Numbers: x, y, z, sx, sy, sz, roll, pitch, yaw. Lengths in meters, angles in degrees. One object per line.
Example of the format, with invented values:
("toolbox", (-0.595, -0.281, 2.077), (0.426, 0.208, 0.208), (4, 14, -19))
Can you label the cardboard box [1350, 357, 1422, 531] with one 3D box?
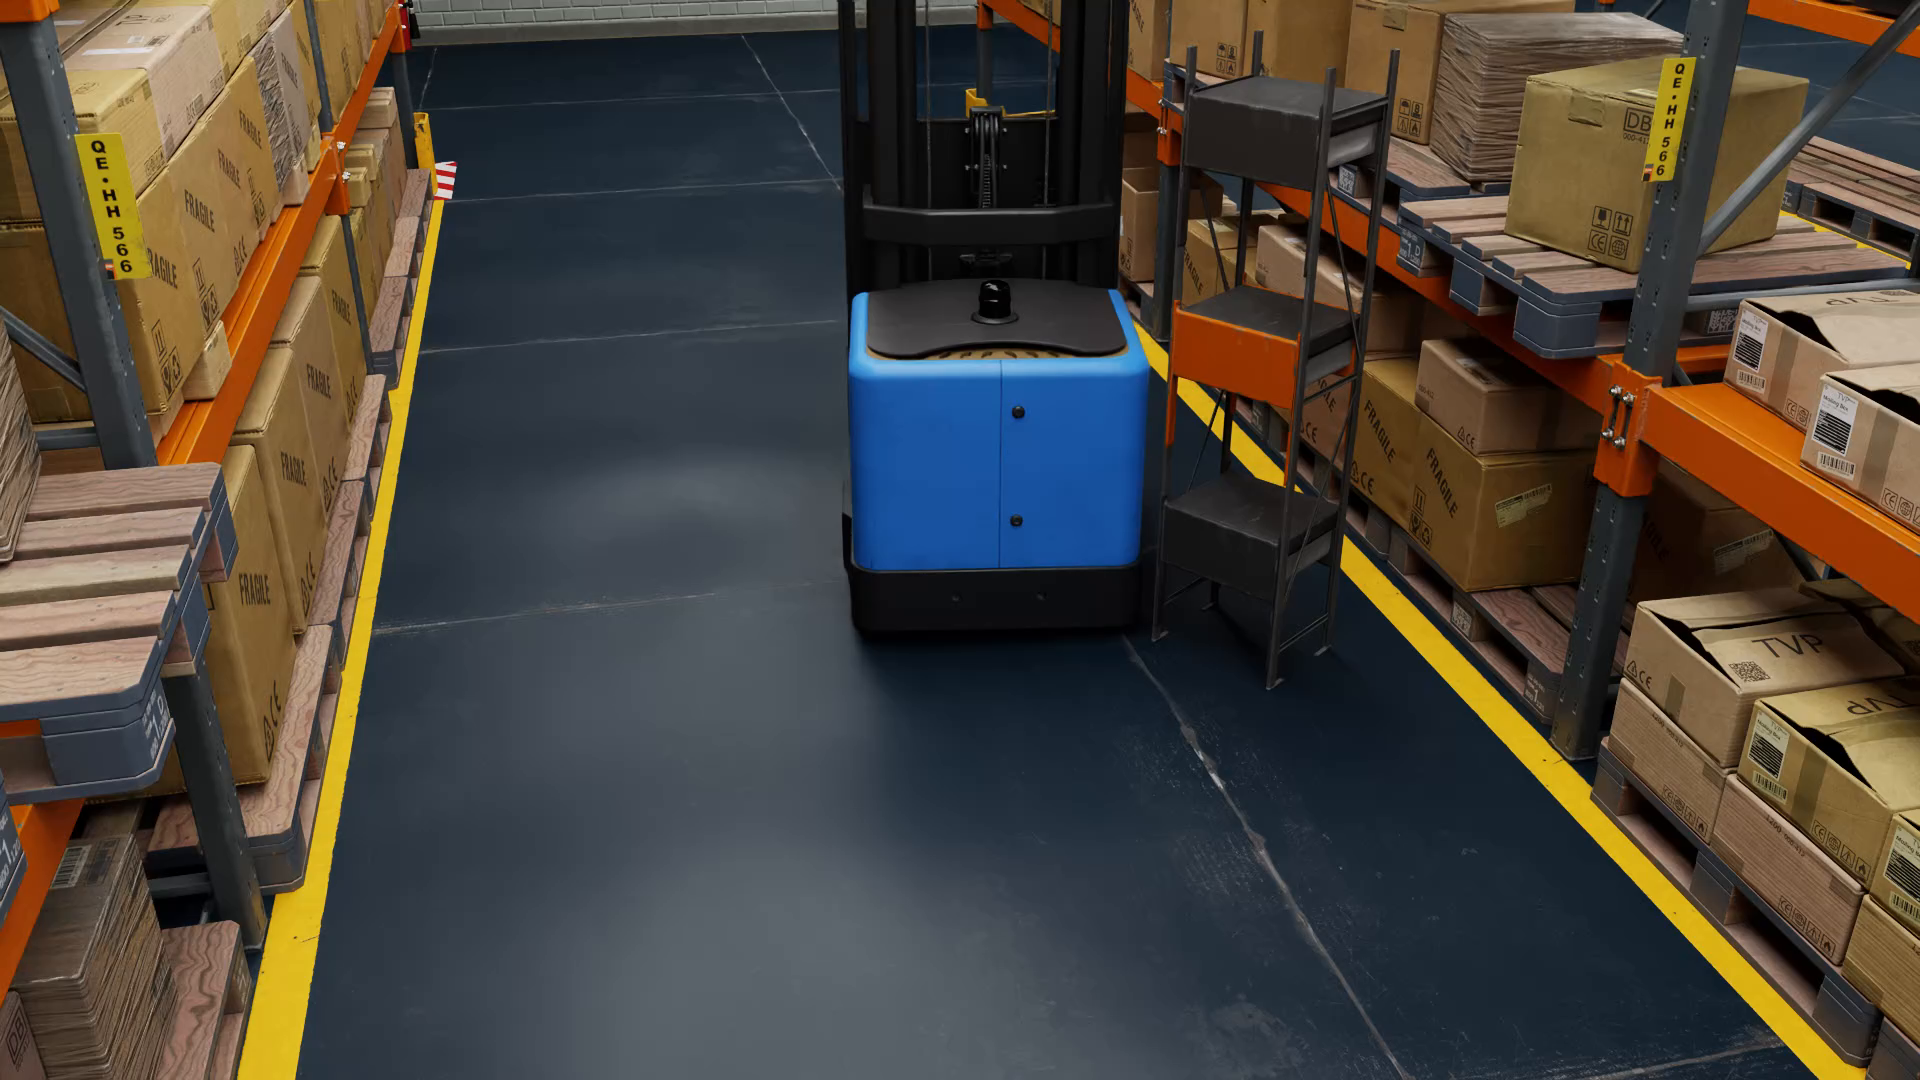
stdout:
("cardboard box", (1.868, -0.393, 6.487), (0.500, 0.500, 0.500), (-7, 28, -13))

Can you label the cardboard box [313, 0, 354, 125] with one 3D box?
("cardboard box", (-3.409, -2.324, 7.693), (0.980, 0.700, 0.700), (-6, 27, -11))

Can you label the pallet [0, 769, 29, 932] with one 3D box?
("pallet", (-1.916, 0.756, 2.136), (1.003, 0.211, 1.213), (-6, 27, -12))

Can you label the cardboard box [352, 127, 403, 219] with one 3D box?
("cardboard box", (-3.836, -2.261, 10.209), (0.700, 0.500, 0.500), (-6, 27, -12))

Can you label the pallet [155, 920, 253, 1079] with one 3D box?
("pallet", (-2.227, 1.394, 3.755), (1.003, 0.211, 1.213), (-6, 27, -12))

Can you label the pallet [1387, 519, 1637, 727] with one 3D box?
("pallet", (2.292, 0.214, 6.091), (1.003, 0.211, 1.213), (-6, 27, -12))

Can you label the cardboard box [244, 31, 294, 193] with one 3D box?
("cardboard box", (-2.724, -1.515, 5.960), (0.500, 0.500, 0.500), (-6, 27, -12))

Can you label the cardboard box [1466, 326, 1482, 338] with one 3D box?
("cardboard box", (2.245, -0.687, 7.068), (0.500, 0.500, 0.500), (-7, 28, -13))

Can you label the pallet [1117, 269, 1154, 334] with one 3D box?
("pallet", (1.369, -1.512, 9.511), (1.003, 0.211, 1.213), (-6, 27, -12))

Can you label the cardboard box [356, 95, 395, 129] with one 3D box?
("cardboard box", (-3.684, -2.620, 10.201), (0.380, 0.149, 0.250), (-5, 27, -10))

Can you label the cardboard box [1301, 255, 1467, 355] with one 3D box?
("cardboard box", (1.733, -0.974, 6.804), (0.500, 0.250, 0.500), (-6, 27, -13))

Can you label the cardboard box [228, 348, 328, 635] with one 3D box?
("cardboard box", (-2.631, -0.144, 5.625), (0.750, 0.750, 0.750), (-6, 27, -12))

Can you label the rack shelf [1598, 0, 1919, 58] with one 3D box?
("rack shelf", (5.898, -3.513, 11.180), (1.077, 0.370, 4.000), (-6, 27, -12))

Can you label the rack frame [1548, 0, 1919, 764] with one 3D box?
("rack frame", (2.424, -0.699, 4.806), (1.000, 3.000, 0.127), (-6, 27, -12))

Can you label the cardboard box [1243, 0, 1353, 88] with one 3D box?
("cardboard box", (1.628, -2.161, 7.126), (0.700, 0.500, 0.500), (-2, 27, -3))

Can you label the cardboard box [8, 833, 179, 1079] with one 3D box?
("cardboard box", (-2.188, 1.036, 3.655), (0.700, 0.500, 0.500), (-6, 27, -11))

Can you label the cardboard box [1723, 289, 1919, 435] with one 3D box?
("cardboard box", (2.463, -0.495, 4.501), (0.500, 0.311, 0.500), (-4, 27, -8))

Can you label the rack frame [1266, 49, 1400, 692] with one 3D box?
("rack frame", (1.193, -0.483, 5.377), (0.015, 2.100, 0.400), (22, 34, 37))

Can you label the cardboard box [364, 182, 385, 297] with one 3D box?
("cardboard box", (-3.482, -1.582, 8.862), (0.700, 0.500, 0.500), (-6, 27, -12))

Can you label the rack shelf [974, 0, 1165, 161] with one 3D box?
("rack shelf", (1.072, -3.012, 10.187), (1.077, 0.370, 4.000), (-6, 27, -12))

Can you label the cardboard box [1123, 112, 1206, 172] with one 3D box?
("cardboard box", (1.094, -2.361, 10.381), (0.797, 0.503, 0.637), (-6, 27, -12))

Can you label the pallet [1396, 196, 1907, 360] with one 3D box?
("pallet", (2.203, -0.904, 5.425), (1.213, 0.211, 1.003), (-6, 27, -12))

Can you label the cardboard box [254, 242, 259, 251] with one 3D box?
("cardboard box", (-2.659, -1.048, 5.753), (0.380, 0.149, 0.250), (-5, 27, -10))

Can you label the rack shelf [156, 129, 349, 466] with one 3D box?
("rack shelf", (-2.852, -0.751, 5.708), (1.077, 0.370, 4.000), (-6, 27, -12))

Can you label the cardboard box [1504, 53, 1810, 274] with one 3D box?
("cardboard box", (2.172, -1.196, 5.214), (0.700, 0.500, 0.500), (-16, 31, -29))

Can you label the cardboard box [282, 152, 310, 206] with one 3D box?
("cardboard box", (-2.740, -1.391, 6.433), (0.380, 0.149, 0.250), (-6, 27, -12))

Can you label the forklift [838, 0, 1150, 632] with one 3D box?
("forklift", (0.077, -1.606, 6.679), (1.130, 2.935, 3.031), (-1, 27, -2))

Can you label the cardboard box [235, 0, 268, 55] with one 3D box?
("cardboard box", (-2.728, -1.843, 5.777), (0.500, 0.250, 0.500), (-5, 27, -11))

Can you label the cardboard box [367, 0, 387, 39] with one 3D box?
("cardboard box", (-3.905, -3.299, 9.625), (0.980, 0.700, 0.700), (-6, 27, -12))

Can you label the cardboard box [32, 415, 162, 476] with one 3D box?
("cardboard box", (-2.250, -0.259, 4.191), (0.380, 0.149, 0.250), (-6, 27, -12))

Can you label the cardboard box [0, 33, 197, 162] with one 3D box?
("cardboard box", (-2.375, -1.177, 4.457), (0.500, 0.250, 0.500), (-6, 27, -12))

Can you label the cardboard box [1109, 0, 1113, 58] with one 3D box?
("cardboard box", (1.042, -2.919, 9.094), (0.500, 0.500, 0.500), (-5, 27, -10))

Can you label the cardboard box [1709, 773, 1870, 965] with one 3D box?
("cardboard box", (2.370, 0.821, 4.379), (0.500, 0.250, 0.500), (-7, 28, -13))

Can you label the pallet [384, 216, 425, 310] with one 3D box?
("pallet", (-3.677, -1.584, 9.654), (1.003, 0.211, 1.213), (-6, 27, -12))

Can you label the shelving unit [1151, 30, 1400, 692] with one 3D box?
("shelving unit", (1.013, -0.558, 5.525), (0.503, 2.100, 0.431), (22, 34, 37))

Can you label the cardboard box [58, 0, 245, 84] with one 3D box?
("cardboard box", (-2.612, -1.619, 5.334), (0.500, 0.250, 0.500), (-7, 28, -13))

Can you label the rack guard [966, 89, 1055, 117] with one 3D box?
("rack guard", (0.638, -3.062, 12.261), (1.175, 0.500, 0.348), (-6, 27, -12))

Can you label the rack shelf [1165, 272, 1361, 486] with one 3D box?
("rack shelf", (1.013, -0.545, 5.531), (0.480, 0.518, 0.431), (22, 34, 37))

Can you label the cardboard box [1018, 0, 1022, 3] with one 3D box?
("cardboard box", (0.586, -3.808, 10.855), (0.500, 0.500, 0.500), (-6, 27, -12))

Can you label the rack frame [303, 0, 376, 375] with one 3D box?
("rack frame", (-3.303, -1.950, 7.285), (1.000, 3.000, 0.127), (-6, 27, -12))

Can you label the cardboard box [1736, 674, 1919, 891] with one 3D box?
("cardboard box", (2.382, 0.580, 4.235), (0.500, 0.311, 0.500), (-7, 28, -13))

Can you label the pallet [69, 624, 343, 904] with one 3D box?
("pallet", (-2.506, 0.697, 5.135), (1.003, 0.211, 1.213), (-6, 27, -12))

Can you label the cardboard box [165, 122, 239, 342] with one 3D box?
("cardboard box", (-2.371, -0.851, 4.643), (0.500, 0.500, 0.500), (-5, 27, -10))

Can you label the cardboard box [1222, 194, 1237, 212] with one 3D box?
("cardboard box", (1.434, -1.972, 9.983), (0.380, 0.166, 0.250), (-6, 27, -12))

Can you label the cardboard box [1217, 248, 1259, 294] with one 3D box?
("cardboard box", (1.525, -1.065, 7.818), (0.500, 0.500, 0.500), (-6, 27, -11))

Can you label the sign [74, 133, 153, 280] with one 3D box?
("sign", (-1.875, -0.735, 3.680), (0.100, 0.325, 0.005), (-6, 27, -12))
